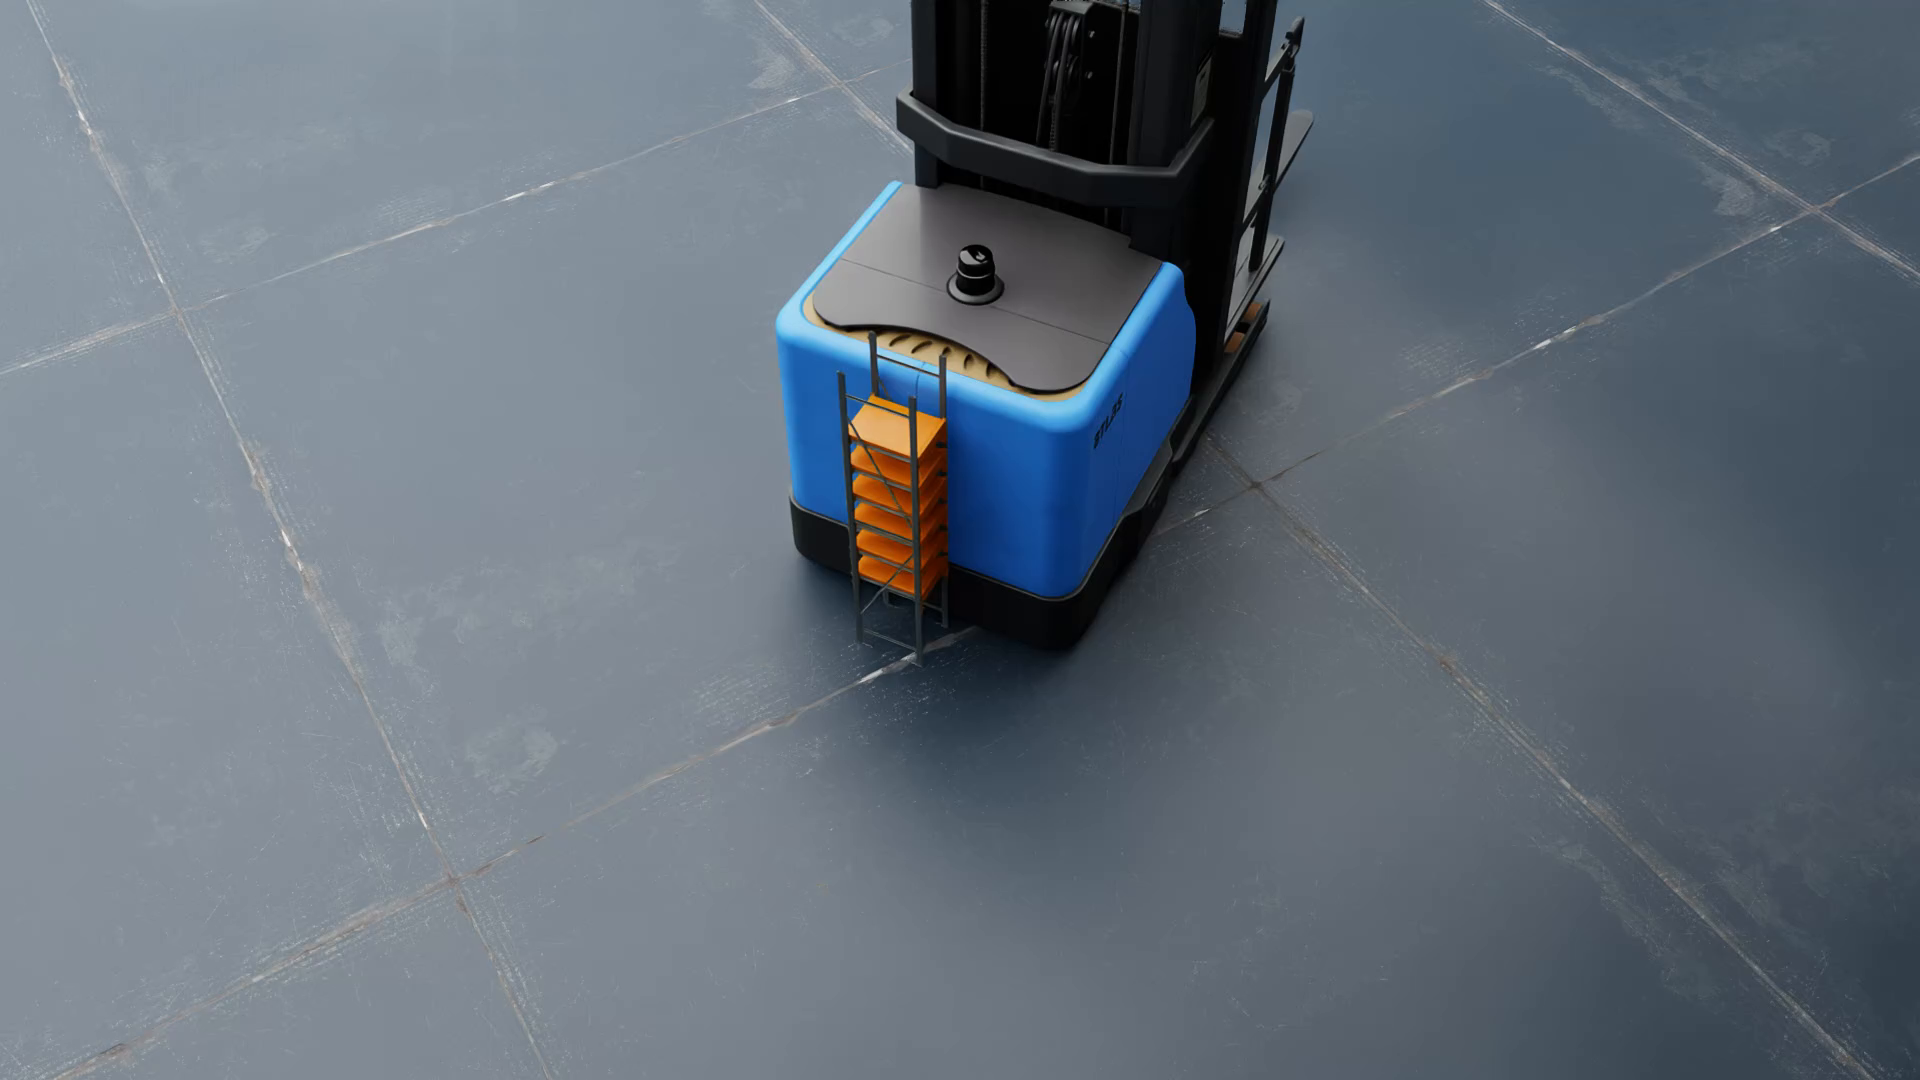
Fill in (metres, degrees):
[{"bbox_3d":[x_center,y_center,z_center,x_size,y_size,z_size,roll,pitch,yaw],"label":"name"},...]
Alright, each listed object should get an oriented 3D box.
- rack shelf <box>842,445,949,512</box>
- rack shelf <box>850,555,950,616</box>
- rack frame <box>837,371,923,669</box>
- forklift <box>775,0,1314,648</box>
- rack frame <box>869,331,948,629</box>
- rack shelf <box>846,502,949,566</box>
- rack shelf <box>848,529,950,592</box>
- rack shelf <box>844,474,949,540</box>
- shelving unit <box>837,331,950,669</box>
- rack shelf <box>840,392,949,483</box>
[{"bbox_3d":[-0.188,-0.216,4.877,0.258,0.103,0.180,20,51,17],"label":"rack shelf"},{"bbox_3d":[-0.188,0.104,5.235,0.258,0.103,0.180,20,51,17],"label":"rack shelf"},{"bbox_3d":[-0.228,-0.024,4.968,0.240,1.200,0.006,20,51,17],"label":"rack frame"},{"bbox_3d":[0.537,-1.739,5.336,1.130,2.935,3.031,20,51,17],"label":"forklift"},{"bbox_3d":[-0.147,-0.147,5.077,0.240,1.200,0.006,20,51,17],"label":"rack frame"},{"bbox_3d":[-0.188,-0.056,5.056,0.258,0.103,0.180,20,51,17],"label":"rack shelf"},{"bbox_3d":[-0.188,0.024,5.146,0.258,0.103,0.180,20,51,17],"label":"rack shelf"},{"bbox_3d":[-0.188,-0.136,4.966,0.258,0.103,0.180,20,51,17],"label":"rack shelf"},{"bbox_3d":[-0.188,-0.086,5.023,0.258,1.200,0.189,20,51,17],"label":"shelving unit"},{"bbox_3d":[-0.188,-0.295,4.787,0.258,0.103,0.180,20,51,17],"label":"rack shelf"}]
